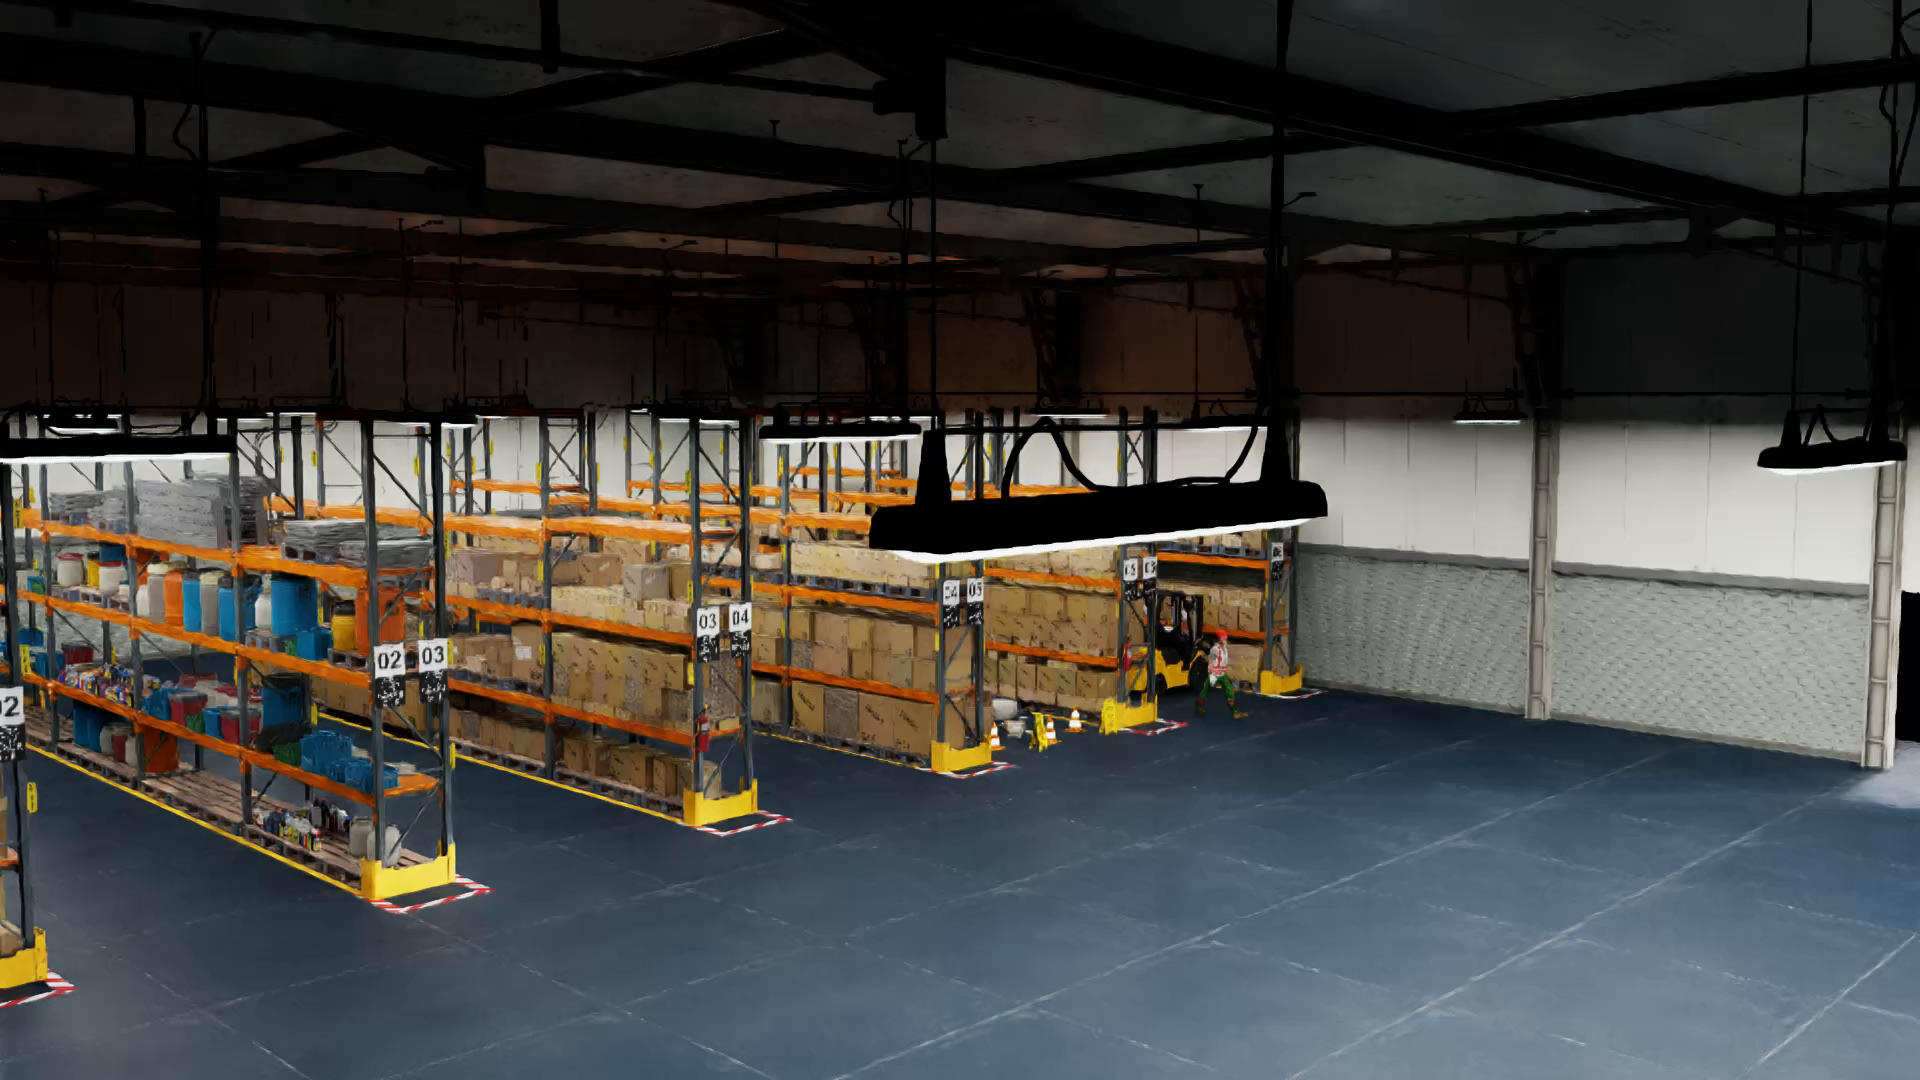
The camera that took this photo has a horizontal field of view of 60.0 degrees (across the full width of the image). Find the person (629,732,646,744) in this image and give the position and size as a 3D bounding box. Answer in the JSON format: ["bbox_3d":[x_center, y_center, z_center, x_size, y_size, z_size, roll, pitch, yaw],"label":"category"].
[{"bbox_3d":[-5.550,2.973,28.800,0.468,1.600,0.406,1,5,14],"label":"person"}]

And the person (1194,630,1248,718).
[{"bbox_3d":[5.056,2.597,32.377,0.553,1.709,1.123,-5,7,-43],"label":"person"}]
